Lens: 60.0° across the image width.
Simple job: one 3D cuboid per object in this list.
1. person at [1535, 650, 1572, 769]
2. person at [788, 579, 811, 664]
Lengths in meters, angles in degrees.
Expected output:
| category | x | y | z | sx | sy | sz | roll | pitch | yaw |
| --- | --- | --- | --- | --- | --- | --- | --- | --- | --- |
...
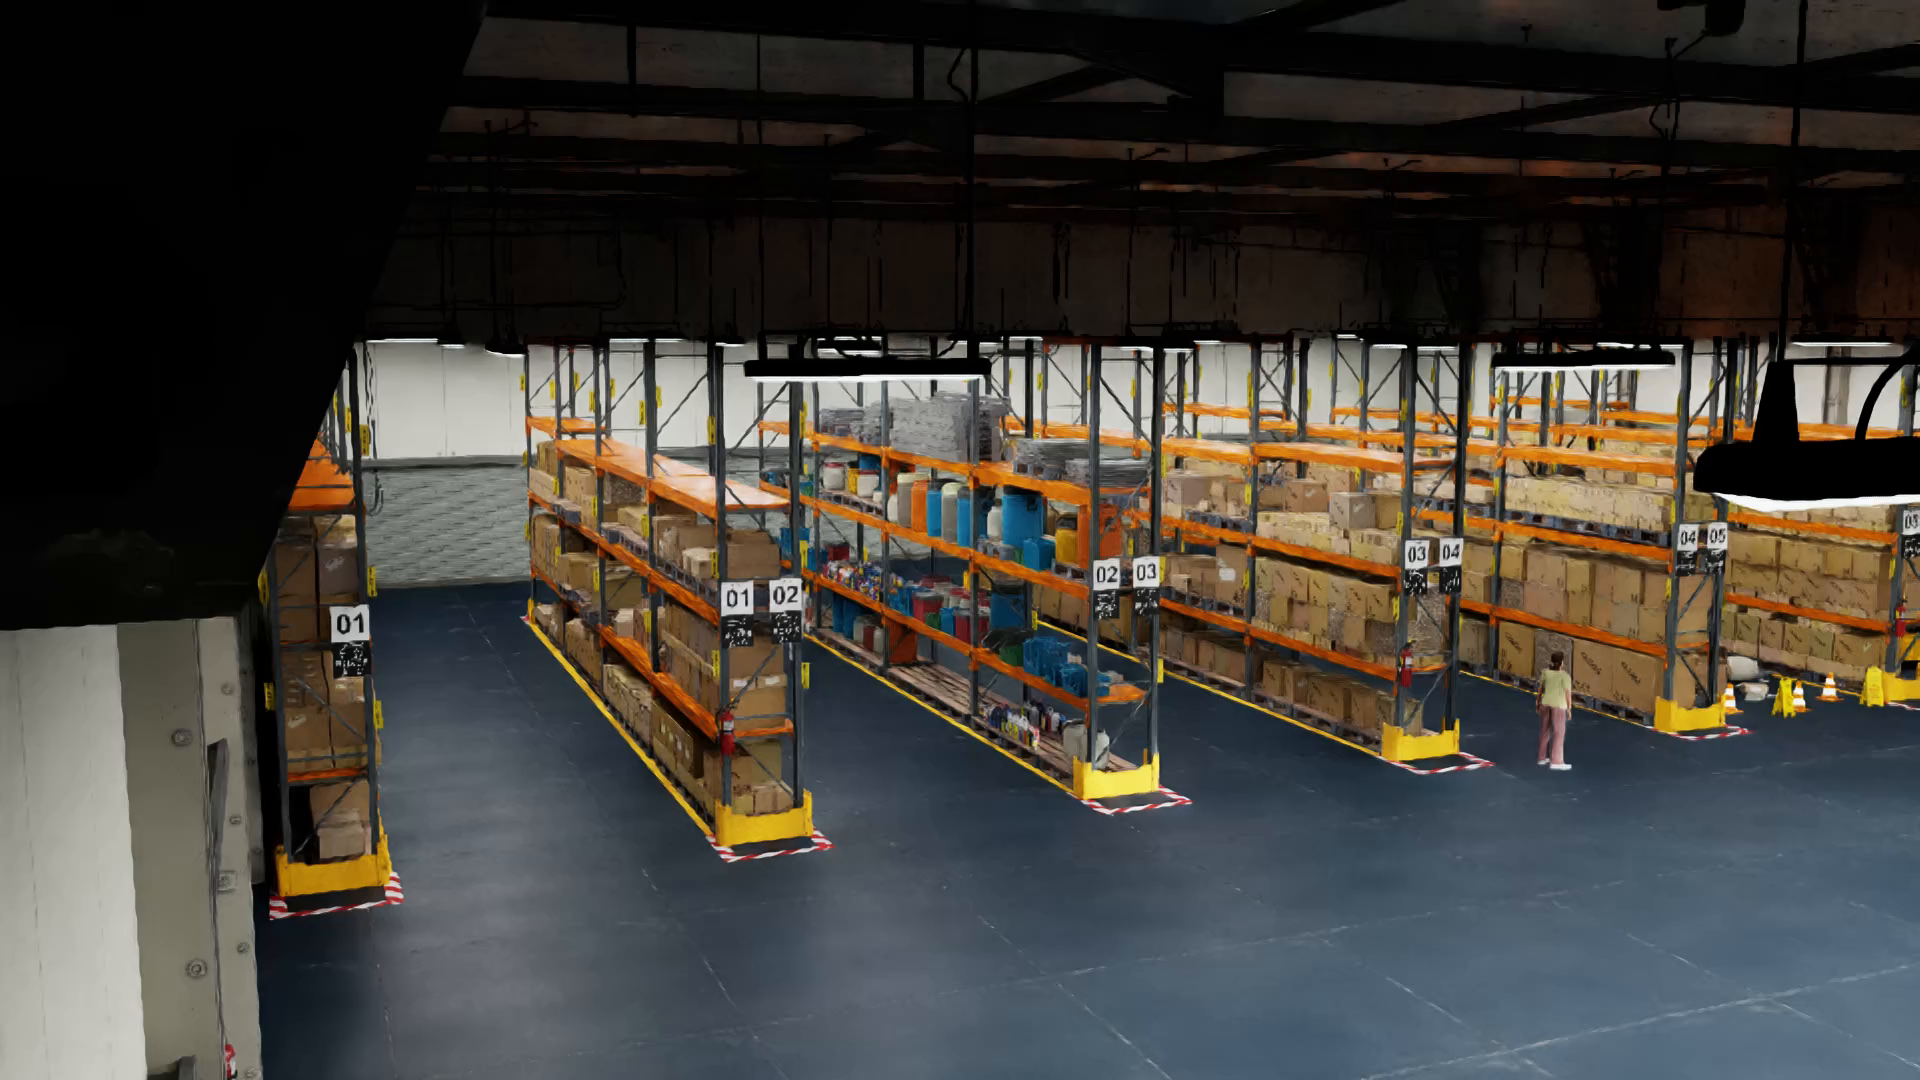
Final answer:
| category | x | y | z | sx | sy | sz | roll | pitch | yaw |
| --- | --- | --- | --- | --- | --- | --- | --- | --- | --- |
| person | 8.393 | 2.371 | 23.468 | 0.389 | 1.676 | 0.557 | -7 | 11 | -44 |
| person | -2.936 | 1.490 | 29.975 | 0.550 | 1.709 | 1.128 | -3 | 8 | -24 |
